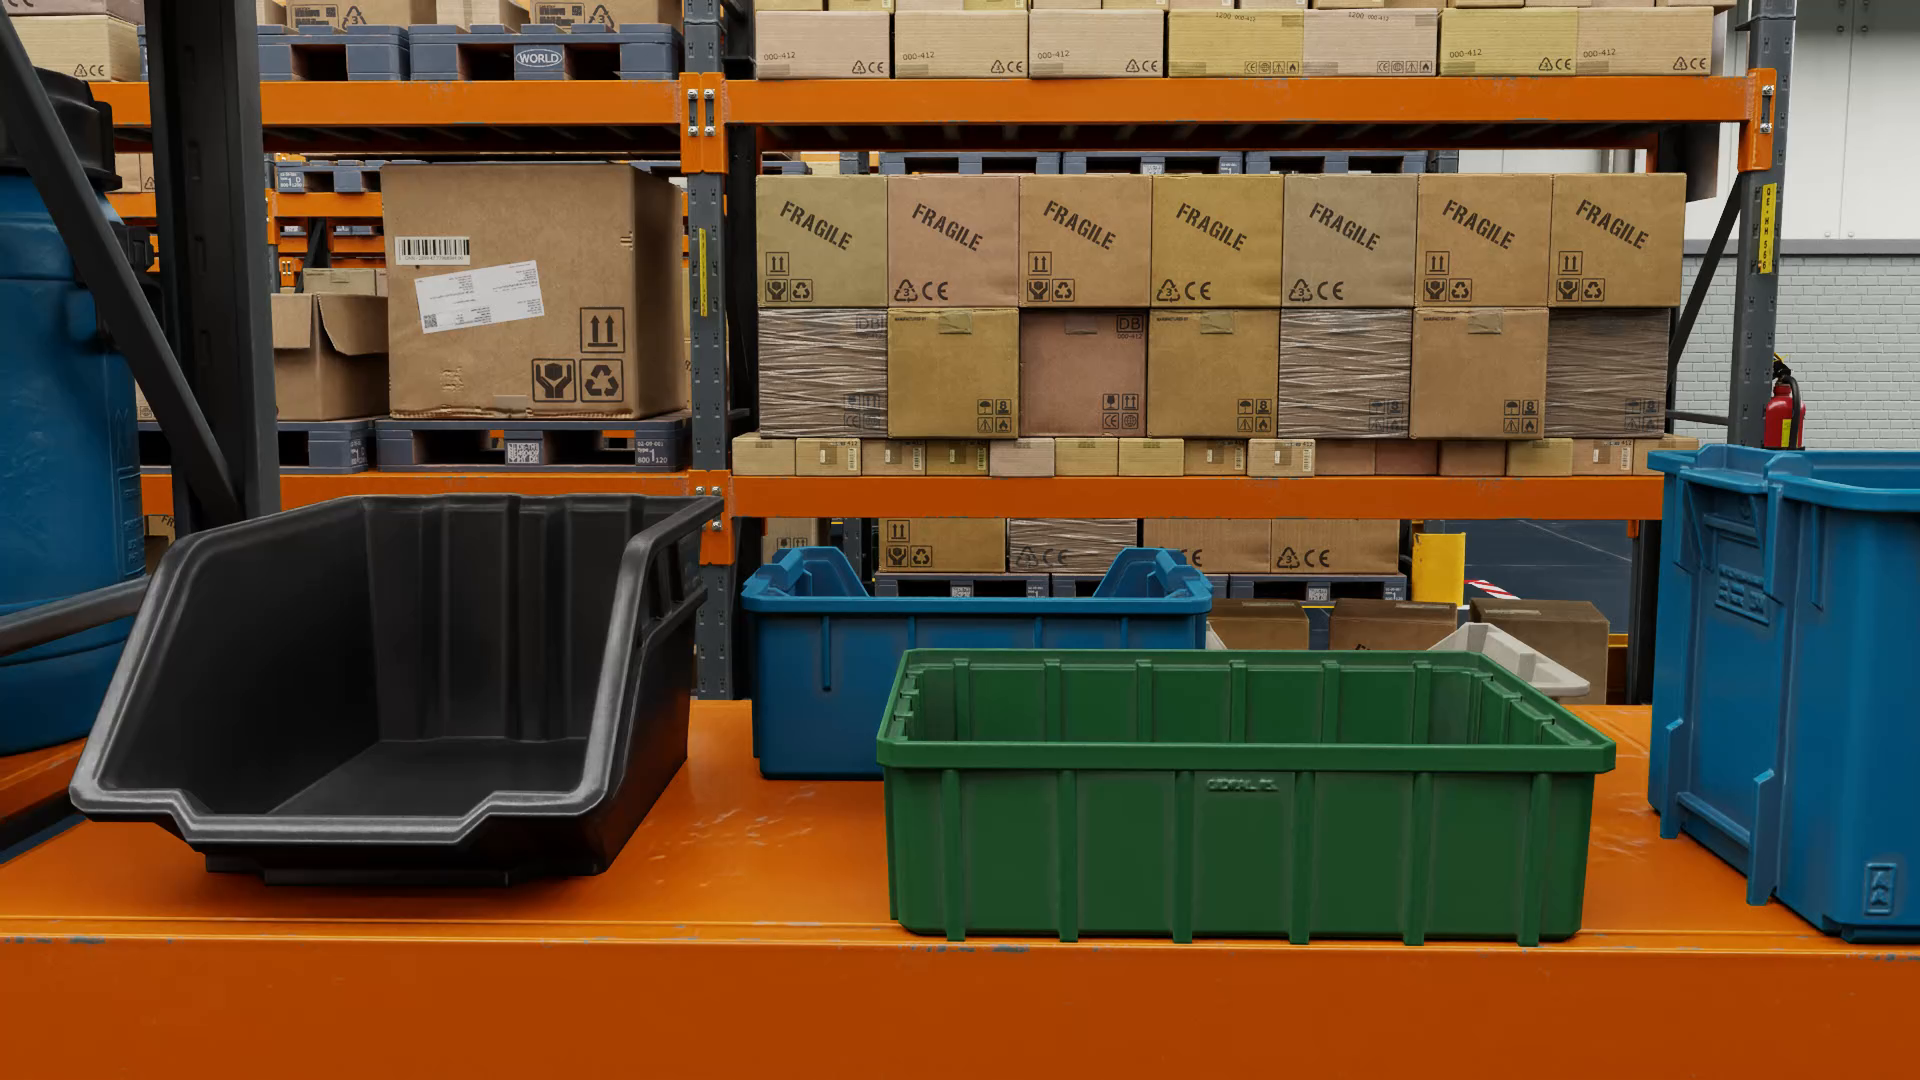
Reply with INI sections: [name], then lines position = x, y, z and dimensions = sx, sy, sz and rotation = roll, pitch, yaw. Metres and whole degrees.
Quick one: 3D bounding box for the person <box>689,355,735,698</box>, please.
[person]
position = -1.199, -0.079, 8.463
dimensions = 0.427, 1.774, 0.653
rotation = -1, 7, -11
